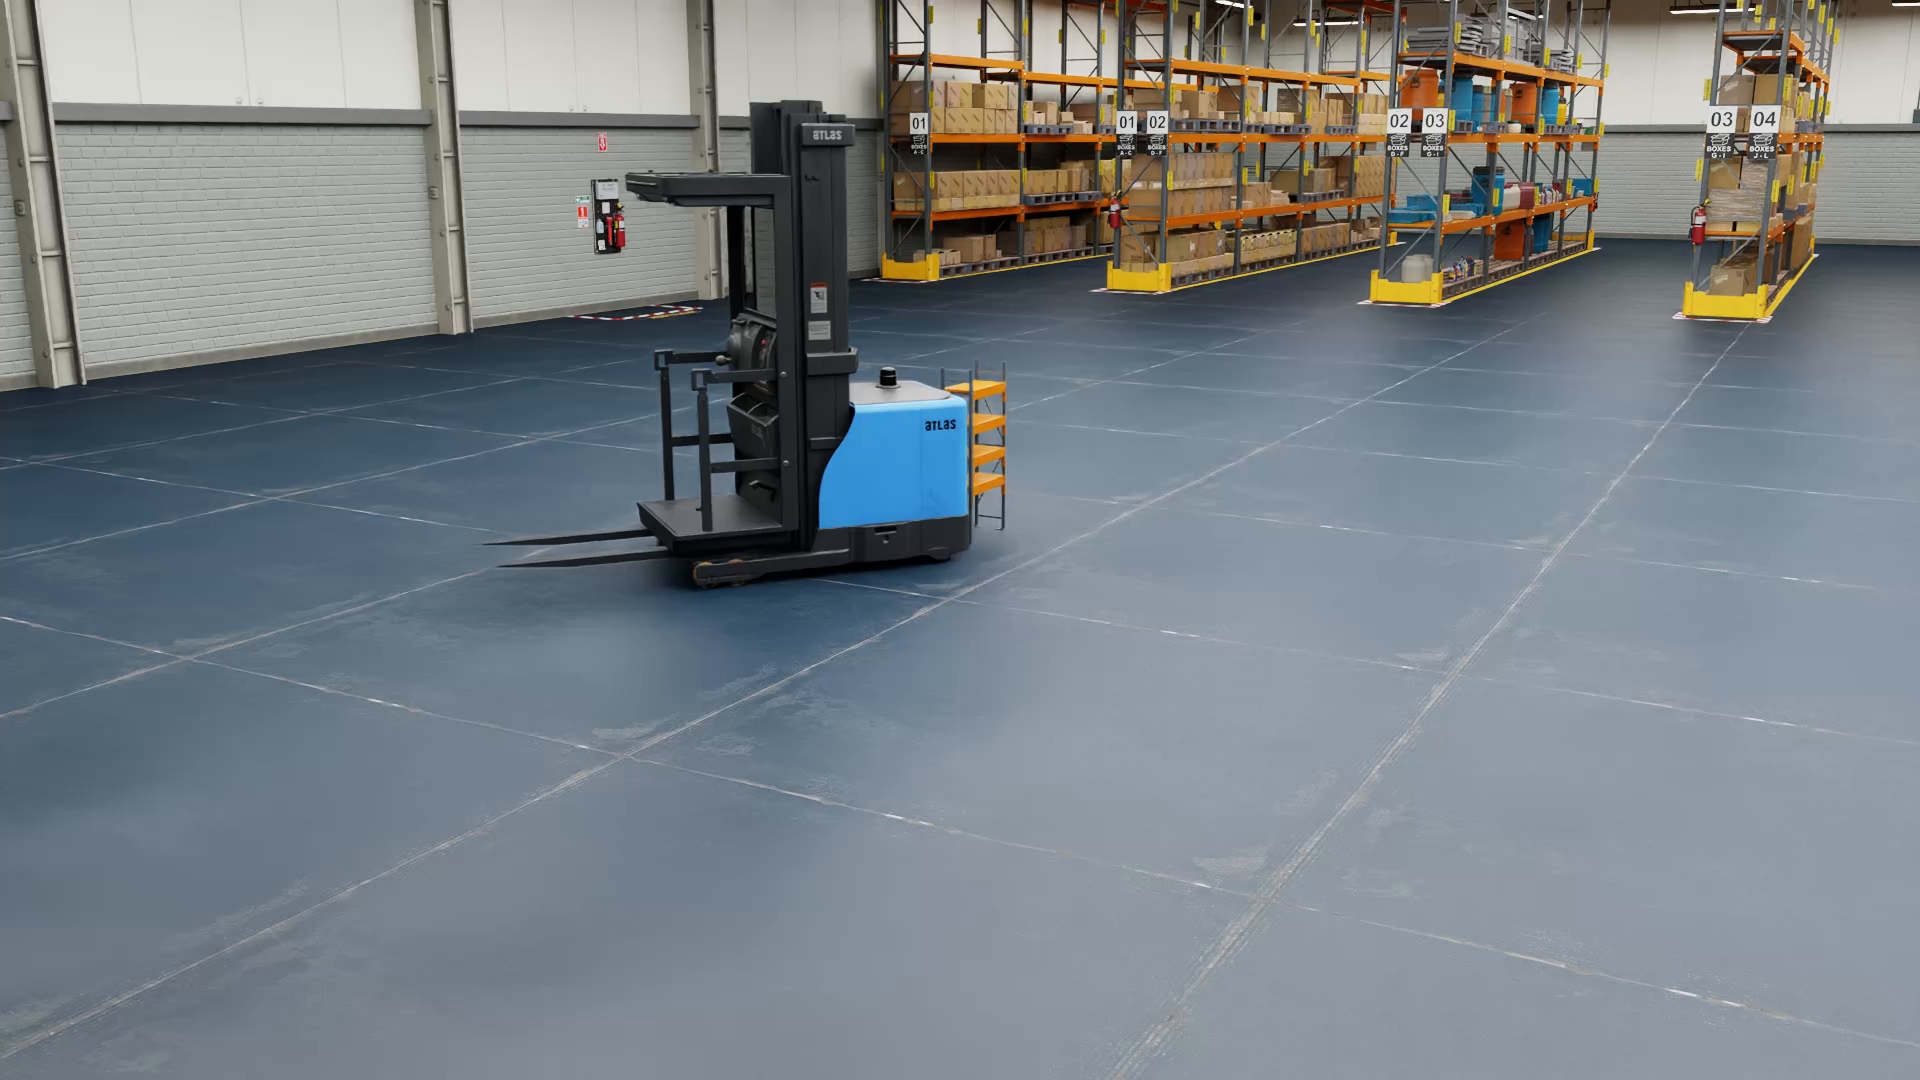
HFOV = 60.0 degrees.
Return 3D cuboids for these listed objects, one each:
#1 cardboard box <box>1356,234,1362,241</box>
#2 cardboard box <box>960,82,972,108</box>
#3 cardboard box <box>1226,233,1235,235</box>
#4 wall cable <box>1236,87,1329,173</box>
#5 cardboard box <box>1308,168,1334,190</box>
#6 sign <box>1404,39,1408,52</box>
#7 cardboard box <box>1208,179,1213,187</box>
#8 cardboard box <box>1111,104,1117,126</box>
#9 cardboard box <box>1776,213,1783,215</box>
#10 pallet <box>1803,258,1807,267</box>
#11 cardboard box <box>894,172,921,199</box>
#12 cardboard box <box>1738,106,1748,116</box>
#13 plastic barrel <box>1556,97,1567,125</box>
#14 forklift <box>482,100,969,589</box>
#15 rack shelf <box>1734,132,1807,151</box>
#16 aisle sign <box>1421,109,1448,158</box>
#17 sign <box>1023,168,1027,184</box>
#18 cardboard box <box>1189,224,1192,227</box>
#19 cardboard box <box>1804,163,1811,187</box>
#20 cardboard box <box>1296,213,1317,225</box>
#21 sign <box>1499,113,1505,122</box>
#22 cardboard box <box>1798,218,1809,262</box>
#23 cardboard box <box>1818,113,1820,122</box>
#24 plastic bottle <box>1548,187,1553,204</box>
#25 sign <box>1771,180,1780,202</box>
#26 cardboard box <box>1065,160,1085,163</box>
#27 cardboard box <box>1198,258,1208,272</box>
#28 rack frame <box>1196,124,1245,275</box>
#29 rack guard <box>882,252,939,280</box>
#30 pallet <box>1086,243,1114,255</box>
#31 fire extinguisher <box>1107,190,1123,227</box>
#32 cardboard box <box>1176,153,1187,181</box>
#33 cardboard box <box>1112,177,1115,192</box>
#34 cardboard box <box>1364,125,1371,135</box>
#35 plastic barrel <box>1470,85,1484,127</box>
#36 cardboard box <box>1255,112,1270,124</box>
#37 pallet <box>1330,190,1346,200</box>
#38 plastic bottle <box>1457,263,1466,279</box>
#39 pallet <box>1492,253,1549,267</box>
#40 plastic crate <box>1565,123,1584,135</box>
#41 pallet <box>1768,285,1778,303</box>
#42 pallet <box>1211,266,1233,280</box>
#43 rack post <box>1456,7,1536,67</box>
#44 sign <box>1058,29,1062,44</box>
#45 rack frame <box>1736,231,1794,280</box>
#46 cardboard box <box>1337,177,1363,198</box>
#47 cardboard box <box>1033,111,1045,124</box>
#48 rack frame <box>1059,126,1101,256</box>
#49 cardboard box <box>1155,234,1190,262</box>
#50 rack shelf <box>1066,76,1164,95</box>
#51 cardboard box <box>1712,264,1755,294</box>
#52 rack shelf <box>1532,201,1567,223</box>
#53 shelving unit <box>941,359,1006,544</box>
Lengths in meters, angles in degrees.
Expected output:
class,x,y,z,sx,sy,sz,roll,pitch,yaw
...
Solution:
class,x,y,z,sx,sy,sz,roll,pitch,yaw
cardboard box,9.916,-7.638,41.921,0.380,0.166,0.250,7,15,28
cardboard box,-0.102,-8.917,33.332,0.500,0.500,0.500,8,16,30
cardboard box,5.681,-6.385,35.392,0.500,0.311,0.500,7,15,28
wall cable,9.757,-12.469,50.679,3.097,2.526,0.112,7,15,28
cardboard box,8.689,-8.742,40.285,0.700,0.500,0.500,2,14,9
sign,11.524,-12.762,42.939,0.100,0.325,0.005,7,15,28
cardboard box,4.688,-6.943,32.336,0.380,0.149,0.250,8,16,30
cardboard box,3.515,-10.354,40.530,0.700,0.500,0.500,8,16,31
cardboard box,14.070,-5.597,28.886,0.380,0.149,0.250,7,15,28
pallet,18.220,-6.229,36.923,1.003,0.211,1.213,7,15,28
cardboard box,-0.983,-7.082,33.185,0.500,0.500,0.500,7,15,27
cardboard box,12.073,-6.688,25.942,0.380,0.149,0.250,7,15,26
plastic barrel,13.185,-9.543,37.018,0.600,0.588,0.600,0,14,0
forklift,-1.504,-1.262,10.516,3.031,2.935,1.130,-6,15,-22
rack shelf,14.884,-7.315,30.612,1.077,0.370,4.000,7,15,28
aisle sign,7.869,-6.753,27.597,0.394,0.787,0.004,7,15,28
sign,1.387,-7.841,35.811,0.100,0.325,0.005,7,15,28
cardboard box,5.974,-8.570,45.120,0.700,0.500,0.500,7,15,26
cardboard box,18.239,-7.943,36.168,0.500,0.500,0.500,7,15,28
cardboard box,8.184,-7.648,39.650,0.500,0.250,0.500,7,15,28
sign,10.057,-7.756,30.885,0.100,0.325,0.005,7,15,28
cardboard box,17.061,-6.292,34.870,1.225,0.875,0.875,7,15,26
cardboard box,19.513,-9.905,38.498,0.700,0.500,0.500,6,15,25
plastic bottle,13.201,-7.712,37.226,0.144,0.351,0.185,7,15,28
sign,12.458,-5.335,25.417,0.100,0.325,0.005,7,15,28
cardboard box,2.834,-8.991,39.936,0.500,0.250,0.500,8,16,30
cardboard box,4.494,-5.359,32.333,0.500,0.250,0.500,7,15,28
rack frame,5.247,-6.920,33.836,1.000,3.000,0.127,7,15,28
rack guard,-0.988,-5.460,33.115,1.175,0.500,0.348,7,15,28
pallet,3.289,-7.098,40.527,1.003,0.211,1.213,7,15,28
fire extinguisher,2.849,-6.090,30.559,0.296,0.674,0.183,7,15,28
cardboard box,3.825,-6.992,31.155,0.700,0.500,0.500,7,15,27
cardboard box,3.562,-8.681,40.250,0.500,0.500,0.500,8,16,30
cardboard box,9.811,-10.120,41.031,0.500,0.250,0.500,7,15,28
plastic barrel,9.637,-8.189,31.630,0.600,0.901,0.708,7,15,28
cardboard box,6.225,-8.895,35.051,0.500,0.250,0.500,6,15,23
pallet,8.632,-8.316,40.038,1.003,0.211,1.213,7,15,28
plastic bottle,9.191,-4.944,30.515,0.152,0.276,0.135,8,16,29
pallet,12.450,-6.239,36.961,1.003,0.211,1.213,7,15,28
plastic crate,14.289,-9.618,38.905,0.497,0.269,0.590,7,15,28
pallet,13.623,-4.299,28.916,1.003,0.211,1.213,7,15,28
pallet,4.826,-5.406,33.506,1.003,0.211,1.213,7,15,28
rack post,10.458,-9.785,32.495,1.013,1.000,3.121,7,15,28
sign,2.355,-11.811,38.992,0.100,0.325,0.005,7,15,28
rack frame,15.850,-6.617,32.581,1.000,3.000,0.127,7,15,28
cardboard box,9.599,-8.683,40.938,0.500,0.500,0.500,8,16,30
cardboard box,1.541,-9.329,36.722,0.500,0.311,0.500,8,16,30
rack frame,2.842,-8.301,39.565,1.000,3.000,0.127,7,15,28
cardboard box,4.007,-5.519,31.395,0.500,0.500,0.500,7,15,28
rack shelf,3.809,-11.084,40.695,1.077,0.370,4.000,7,15,28
cardboard box,12.559,-4.218,27.065,0.500,0.500,0.500,13,19,43
rack shelf,12.482,-7.239,36.695,1.077,0.370,4.000,7,15,28
shelving unit,0.096,-0.619,11.541,0.258,1.200,0.503,7,15,28
